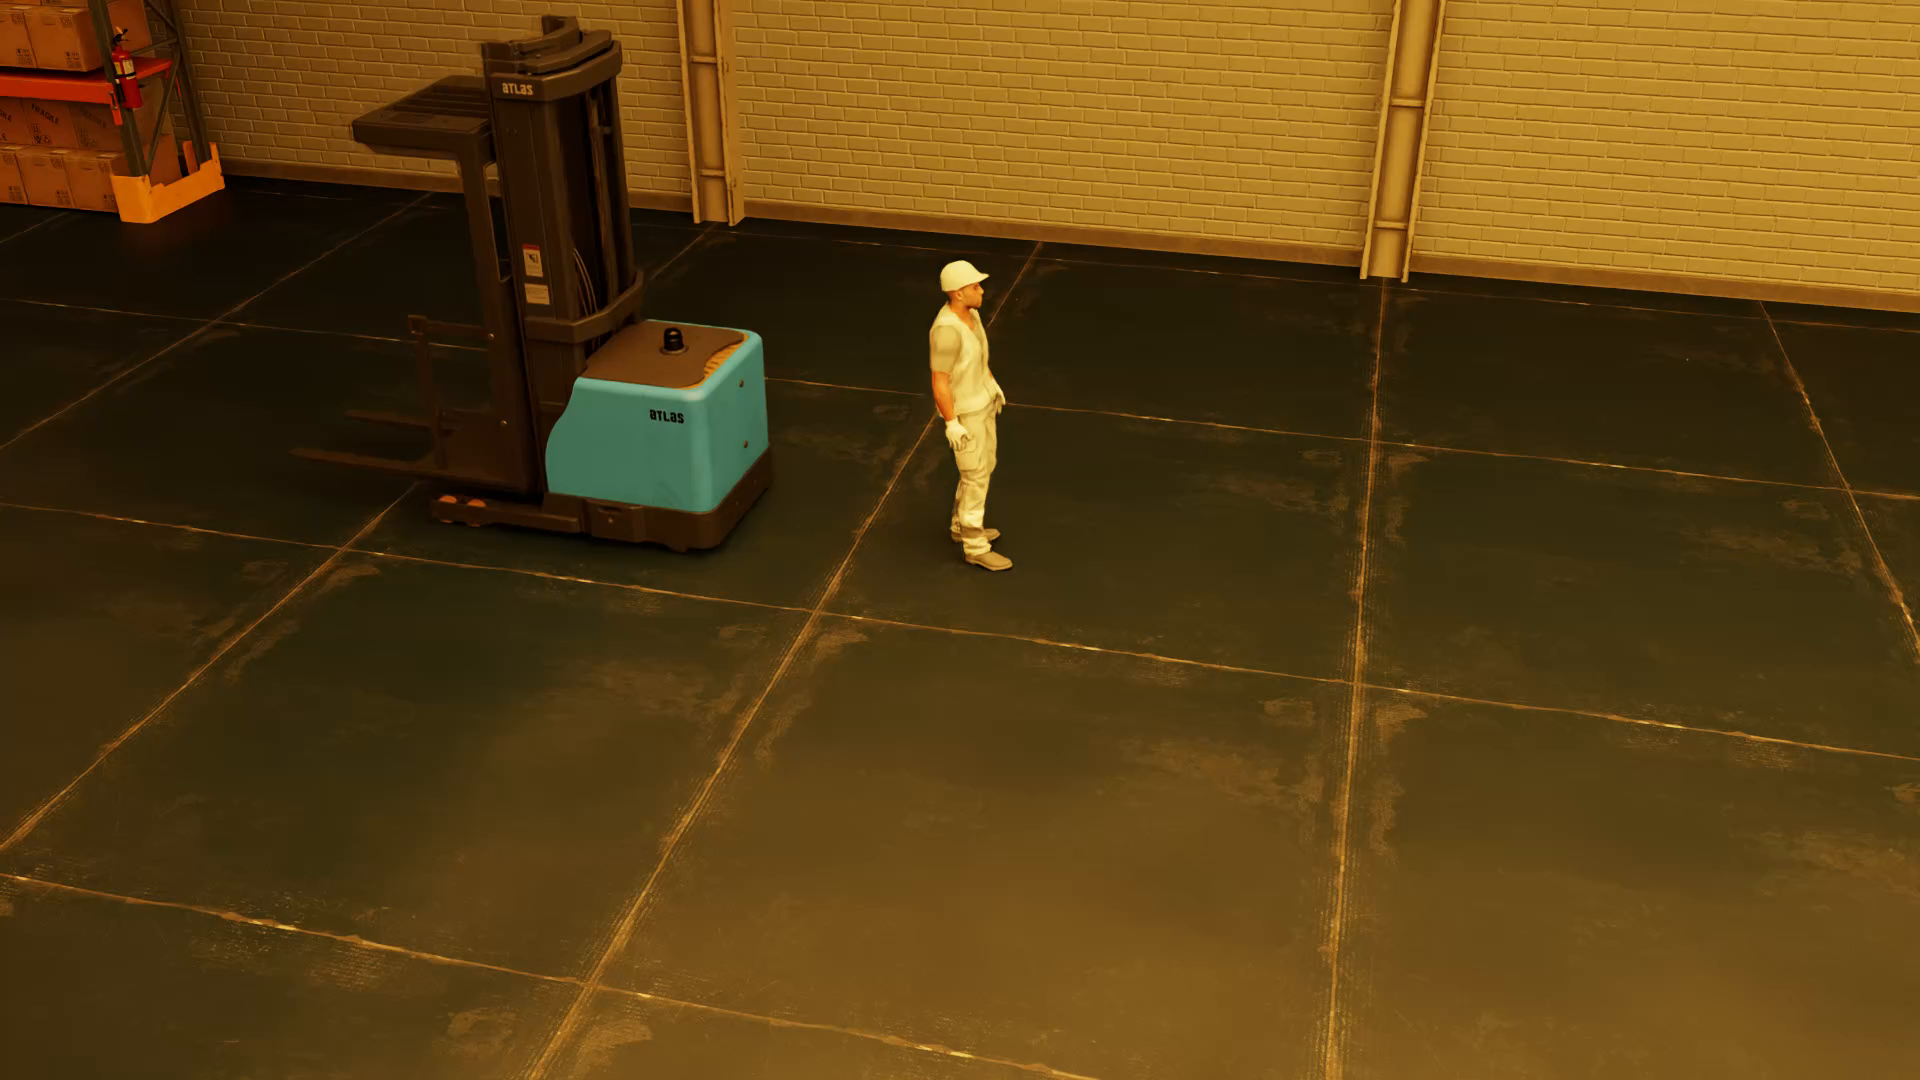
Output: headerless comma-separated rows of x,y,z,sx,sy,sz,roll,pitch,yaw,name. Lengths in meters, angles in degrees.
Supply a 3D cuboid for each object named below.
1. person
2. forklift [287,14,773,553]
0.123,-0.759,9.690,0.566,1.777,0.666,9,31,16,person
-2.777,-1.597,9.989,3.031,2.935,1.130,8,30,14,forklift
